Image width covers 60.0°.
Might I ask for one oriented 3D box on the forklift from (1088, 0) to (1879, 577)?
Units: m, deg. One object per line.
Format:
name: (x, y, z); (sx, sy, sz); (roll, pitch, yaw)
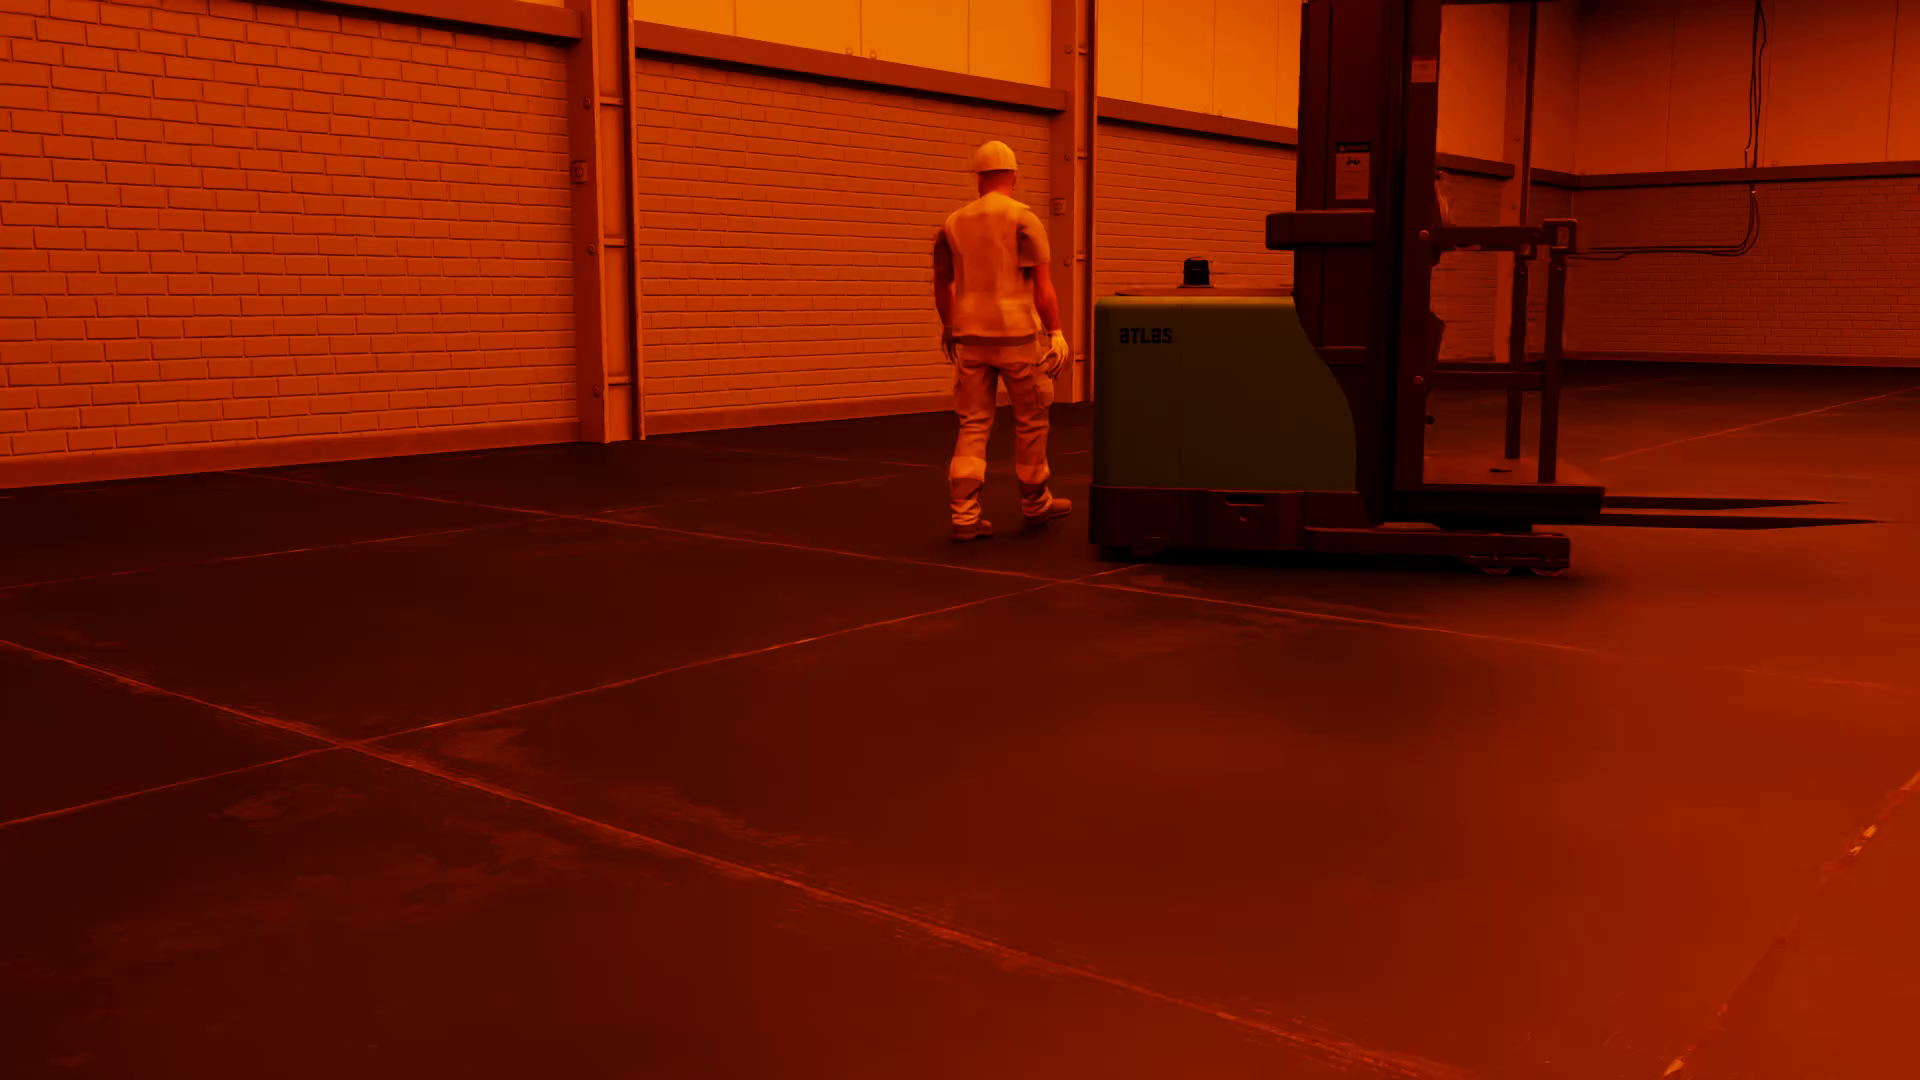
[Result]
forklift: (2.098, -1.392, 6.795); (3.031, 2.935, 1.130); (2, 8, 11)

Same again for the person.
person: (0.220, -0.908, 7.552); (0.751, 1.753, 0.789); (4, 9, 28)
